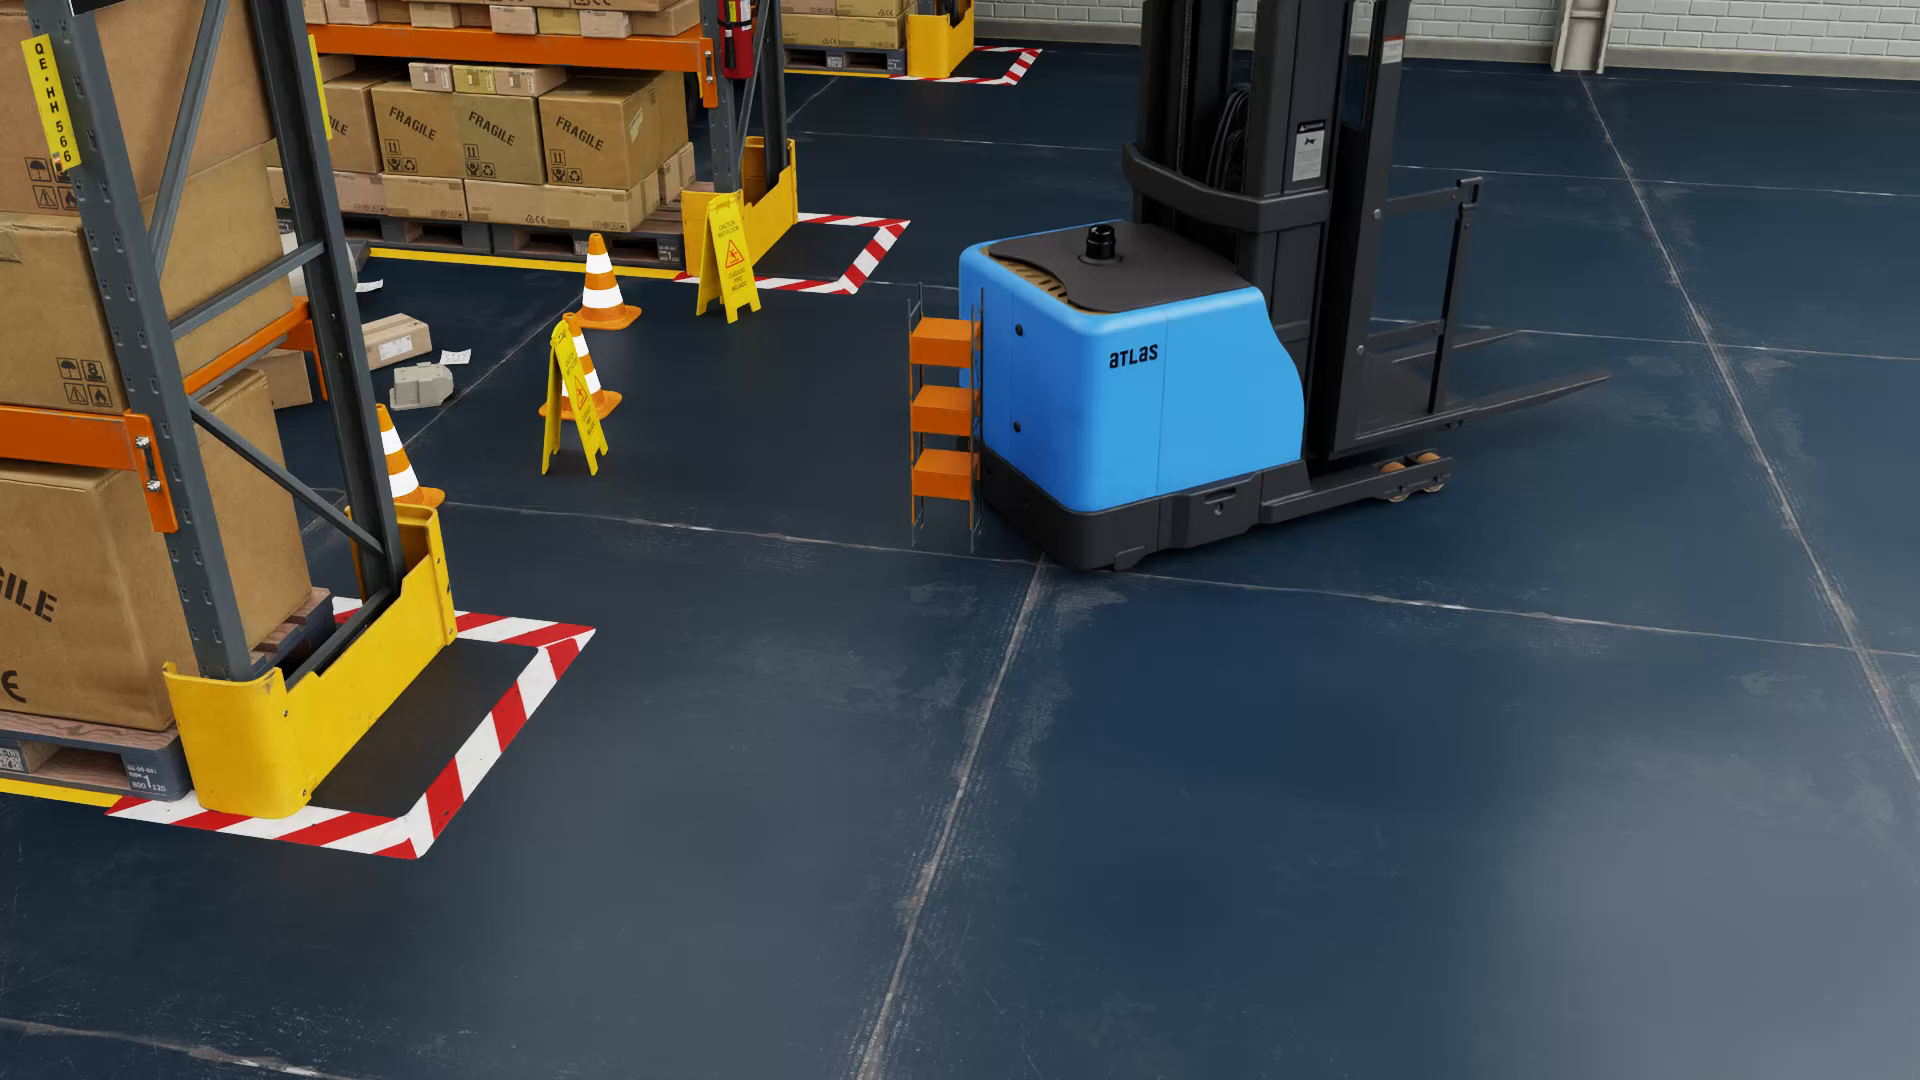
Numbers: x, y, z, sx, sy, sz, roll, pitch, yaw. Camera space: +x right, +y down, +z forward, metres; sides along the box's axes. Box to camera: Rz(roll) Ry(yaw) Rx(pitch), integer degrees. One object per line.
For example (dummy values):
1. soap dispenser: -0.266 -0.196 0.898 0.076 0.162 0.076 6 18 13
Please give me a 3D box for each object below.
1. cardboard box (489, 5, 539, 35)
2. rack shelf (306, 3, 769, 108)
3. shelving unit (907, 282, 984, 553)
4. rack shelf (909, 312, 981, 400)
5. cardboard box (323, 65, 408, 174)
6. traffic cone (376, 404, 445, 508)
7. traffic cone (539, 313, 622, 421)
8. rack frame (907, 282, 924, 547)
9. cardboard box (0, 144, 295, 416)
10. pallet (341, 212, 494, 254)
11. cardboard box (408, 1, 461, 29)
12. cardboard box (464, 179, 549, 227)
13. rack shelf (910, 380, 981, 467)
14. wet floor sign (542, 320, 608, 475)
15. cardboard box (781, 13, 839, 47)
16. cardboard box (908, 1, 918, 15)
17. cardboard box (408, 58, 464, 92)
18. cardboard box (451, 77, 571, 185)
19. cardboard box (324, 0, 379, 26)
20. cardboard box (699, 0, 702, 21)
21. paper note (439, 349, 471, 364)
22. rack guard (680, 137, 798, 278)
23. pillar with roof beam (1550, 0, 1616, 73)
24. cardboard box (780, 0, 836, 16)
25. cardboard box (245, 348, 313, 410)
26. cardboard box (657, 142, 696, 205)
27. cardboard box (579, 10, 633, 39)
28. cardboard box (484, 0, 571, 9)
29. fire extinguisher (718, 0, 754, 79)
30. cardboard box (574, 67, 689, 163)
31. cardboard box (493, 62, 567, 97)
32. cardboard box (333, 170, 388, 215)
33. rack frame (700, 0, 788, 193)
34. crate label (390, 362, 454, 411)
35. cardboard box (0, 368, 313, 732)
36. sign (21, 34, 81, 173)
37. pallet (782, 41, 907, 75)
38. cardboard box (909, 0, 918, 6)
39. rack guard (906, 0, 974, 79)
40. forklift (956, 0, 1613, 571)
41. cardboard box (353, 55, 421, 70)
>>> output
1. cardboard box: -2.400 -2.918 9.218 0.250 0.149 0.380 6 29 11
2. rack shelf: -3.170 -2.956 9.774 4.000 0.370 1.077 6 29 11
3. shelving unit: -0.052 -0.466 6.508 0.252 1.050 0.215 6 29 11
4. rack shelf: -0.052 -0.705 6.377 0.240 0.259 0.215 6 29 11
5. cardboard box: -3.573 -2.492 9.823 0.500 0.500 0.500 7 30 13
6. traffic cone: -2.372 -0.343 6.895 0.334 0.463 0.336 6 29 11
7. traffic cone: -1.804 -0.840 7.802 0.334 0.463 0.336 6 29 11
8. rack frame: -0.172 -0.478 6.530 0.008 1.050 0.200 6 29 11
9. cardboard box: -2.522 -0.818 4.964 0.550 0.550 0.875 6 29 11
10. pallet: -3.265 -2.077 10.323 1.213 0.211 1.003 6 29 11
11. cardboard box: -2.890 -2.993 9.355 0.250 0.149 0.380 6 29 10
12. cardboard box: -2.566 -2.059 9.814 0.500 0.250 0.500 6 29 11
13. rack shelf: -0.052 -0.457 6.513 0.240 0.259 0.215 6 29 11
14. wet floor sign: -1.708 -0.630 7.229 0.232 0.644 0.267 1 29 2
15. cardboard box: -1.191 -4.333 13.968 0.500 0.250 0.500 6 29 11
16. cardboard box: -0.621 -4.521 14.311 0.500 0.250 0.500 6 29 11
17. cardboard box: -2.928 -2.679 9.490 0.250 0.149 0.380 7 29 13
18. cardboard box: -2.564 -2.386 9.630 0.500 0.500 0.500 7 29 12
19. cardboard box: -3.384 -3.035 9.431 0.250 0.149 0.380 6 29 10
20. cardboard box: -1.504 -3.092 9.535 0.250 0.149 0.380 6 29 11
21. paper note: -2.555 -0.928 8.414 0.142 0.019 0.148 -4 29 -7
22. rack guard: -1.289 -1.982 9.850 0.348 0.500 1.175 6 29 11
23. pillar with roof beam: 4.294 -5.903 8.162 0.400 9.000 9.100 6 29 11
24. cardboard box: -1.211 -4.557 13.855 0.500 0.250 0.500 6 29 10
25. cardboard box: -3.461 -0.963 7.985 0.637 0.503 0.797 -14 32 -24
26. cardboard box: -1.946 -2.260 10.180 0.500 0.250 0.500 6 29 10
27. cardboard box: -1.896 -2.871 9.132 0.250 0.149 0.380 6 29 10
28. cardboard box: -2.292 -3.222 9.099 0.500 0.500 0.500 6 29 11
29. fire extinguisher: -1.199 -2.809 8.838 0.183 0.674 0.296 6 29 11
30. cardboard box: -1.969 -2.591 10.004 0.500 0.500 0.500 5 29 9
31. cardboard box: -2.426 -2.625 9.392 0.250 0.149 0.380 7 29 12
32. cardboard box: -3.562 -2.164 10.005 0.500 0.250 0.500 5 29 10
33. rack frame: -1.215 -3.071 9.235 0.127 3.000 1.000 6 29 11
34. crate label: -2.586 -0.747 7.971 0.298 0.136 0.250 -9 30 -16
35. cardboard box: -2.826 -0.025 5.448 0.875 0.875 0.875 6 29 11
36. sign: -2.276 -1.094 4.173 0.005 0.325 0.100 6 29 11
37. pallet: -0.938 -4.236 14.268 1.213 0.211 1.003 6 29 11
38. cardboard box: -0.598 -4.744 14.198 0.500 0.250 0.500 6 29 11
39. rack guard: -0.158 -4.303 14.090 0.348 0.500 1.175 6 29 11
40. forklift: 1.529 -1.655 6.721 3.031 2.935 1.130 -14 32 -24
41. cardboard box: -3.495 -2.745 10.285 0.500 0.500 0.500 7 30 13
